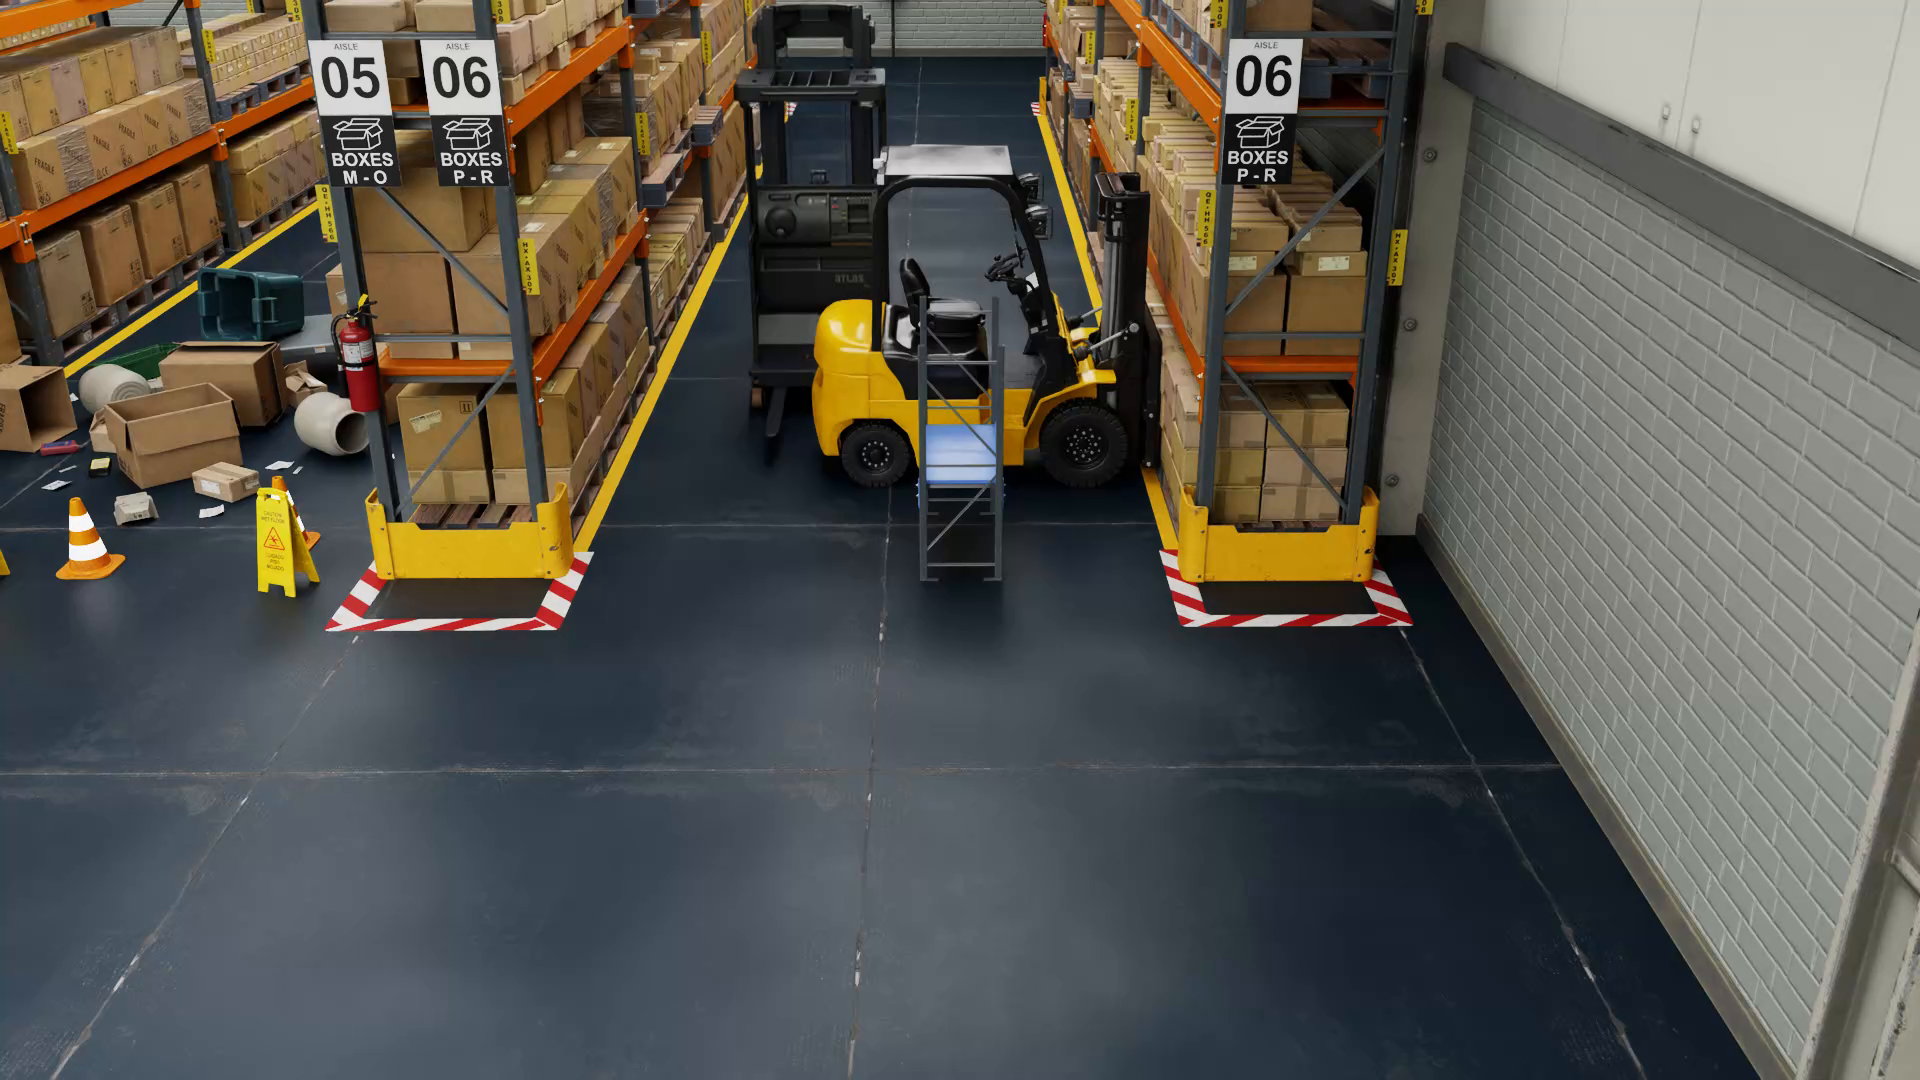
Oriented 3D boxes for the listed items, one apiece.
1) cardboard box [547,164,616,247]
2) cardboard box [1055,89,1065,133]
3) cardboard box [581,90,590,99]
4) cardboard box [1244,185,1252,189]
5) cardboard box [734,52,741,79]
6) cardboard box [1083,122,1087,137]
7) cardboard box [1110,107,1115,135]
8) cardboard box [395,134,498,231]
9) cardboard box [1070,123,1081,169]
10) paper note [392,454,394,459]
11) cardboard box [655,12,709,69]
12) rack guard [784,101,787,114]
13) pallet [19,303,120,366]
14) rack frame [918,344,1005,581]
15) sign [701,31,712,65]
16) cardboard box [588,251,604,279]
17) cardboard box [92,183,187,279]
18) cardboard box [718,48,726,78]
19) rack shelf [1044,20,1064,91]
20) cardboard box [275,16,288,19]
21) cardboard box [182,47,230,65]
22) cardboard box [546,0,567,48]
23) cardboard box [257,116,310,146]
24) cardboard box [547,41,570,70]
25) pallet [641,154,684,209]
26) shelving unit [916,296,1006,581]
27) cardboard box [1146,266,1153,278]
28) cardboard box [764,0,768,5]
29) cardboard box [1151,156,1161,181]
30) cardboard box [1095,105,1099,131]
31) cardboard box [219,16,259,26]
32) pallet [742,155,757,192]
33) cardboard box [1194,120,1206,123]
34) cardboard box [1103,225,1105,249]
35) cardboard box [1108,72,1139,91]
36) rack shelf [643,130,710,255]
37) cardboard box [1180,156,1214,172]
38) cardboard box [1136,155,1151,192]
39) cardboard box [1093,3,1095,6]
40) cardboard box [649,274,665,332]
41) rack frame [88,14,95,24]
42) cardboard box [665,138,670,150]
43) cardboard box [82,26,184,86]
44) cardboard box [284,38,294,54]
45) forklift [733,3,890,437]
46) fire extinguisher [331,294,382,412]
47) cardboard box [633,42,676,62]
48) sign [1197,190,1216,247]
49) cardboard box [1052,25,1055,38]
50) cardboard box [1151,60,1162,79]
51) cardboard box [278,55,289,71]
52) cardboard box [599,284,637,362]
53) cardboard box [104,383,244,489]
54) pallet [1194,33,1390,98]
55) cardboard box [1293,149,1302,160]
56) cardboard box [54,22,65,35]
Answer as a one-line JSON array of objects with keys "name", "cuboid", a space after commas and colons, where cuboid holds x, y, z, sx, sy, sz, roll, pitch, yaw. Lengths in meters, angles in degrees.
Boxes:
[{"name": "cardboard box", "cuboid": [-2.782, -2.389, 11.909, 0.500, 0.500, 0.500, 0, 24, 1]}, {"name": "cardboard box", "cuboid": [1.668, -5.804, 22.466, 0.700, 0.500, 0.500, -1, 24, -3]}, {"name": "cardboard box", "cuboid": [-3.293, -3.377, 13.585, 0.500, 0.500, 0.500, -1, 24, -2]}, {"name": "cardboard box", "cuboid": [2.183, -2.414, 11.539, 0.380, 0.149, 0.250, -1, 24, -2]}, {"name": "cardboard box", "cuboid": [-2.884, -5.650, 19.784, 0.500, 0.250, 0.500, -1, 24, -1]}, {"name": "cardboard box", "cuboid": [1.633, -4.797, 19.453, 0.380, 0.149, 0.250, 1, 24, 1]}, {"name": "cardboard box", "cuboid": [1.645, -3.831, 15.155, 0.500, 0.250, 0.500, 0, 24, 0]}, {"name": "cardboard box", "cuboid": [-3.236, -2.222, 10.327, 0.700, 0.500, 0.500, 0, 24, 0]}, {"name": "cardboard box", "cuboid": [1.614, -4.769, 20.177, 0.500, 0.500, 0.500, -1, 24, -1]}, {"name": "paper note", "cuboid": [-4.170, -0.597, 12.032, 0.142, 0.019, 0.148, -9, 26, -19]}, {"name": "cardboard box", "cuboid": [-2.863, -5.169, 17.205, 0.500, 0.500, 0.500, -1, 24, -2]}, {"name": "rack guard", "cuboid": [-3.189, -6.631, 24.805, 1.175, 0.500, 0.348, 0, 24, -1]}, {"name": "pallet", "cuboid": [-8.091, -1.799, 14.471, 1.003, 0.211, 1.213, 0, 24, -1]}, {"name": "rack frame", "cuboid": [0.006, -0.439, 9.900, 0.500, 1.500, 0.032, 0, 24, -1]}, {"name": "sign", "cuboid": [-2.559, -4.962, 16.771, 0.100, 0.325, 0.005, 0, 24, -1]}, {"name": "cardboard box", "cuboid": [-2.724, -1.940, 11.704, 0.380, 0.149, 0.250, 0, 24, 0]}, {"name": "cardboard box", "cuboid": [-8.121, -2.955, 15.863, 1.050, 0.750, 0.750, 0, 24, 0]}, {"name": "cardboard box", "cuboid": [-2.858, -5.251, 18.297, 0.500, 0.250, 0.500, 0, 24, -1]}, {"name": "rack shelf", "cuboid": [1.796, -6.632, 22.647, 1.077, 0.370, 4.000, 0, 24, -1]}, {"name": "cardboard box", "cuboid": [-7.891, -6.121, 19.717, 0.380, 0.149, 0.250, -1, 24, -2]}, {"name": "cardboard box", "cuboid": [-7.867, -5.050, 17.349, 0.380, 0.149, 0.250, -1, 24, -2]}, {"name": "cardboard box", "cuboid": [-2.780, -3.230, 10.432, 0.500, 0.250, 0.500, 0, 24, 1]}, {"name": "cardboard box", "cuboid": [-7.821, -4.707, 19.131, 0.500, 0.250, 0.500, -1, 24, -3]}, {"name": "cardboard box", "cuboid": [-2.712, -3.090, 10.607, 0.380, 0.149, 0.250, 0, 24, 0]}, {"name": "pallet", "cuboid": [-2.921, -3.044, 14.072, 1.003, 0.211, 1.213, 0, 24, -1]}, {"name": "shelving unit", "cuboid": [0.001, -0.648, 10.363, 0.538, 1.500, 1.048, 0, 24, -1]}, {"name": "cardboard box", "cuboid": [1.597, -2.033, 13.218, 0.500, 0.250, 0.500, -1, 24, -1]}, {"name": "cardboard box", "cuboid": [-2.913, -7.189, 22.885, 0.500, 0.500, 0.500, 0, 24, 1]}, {"name": "cardboard box", "cuboid": [1.609, -2.732, 12.242, 0.380, 0.149, 0.250, 0, 24, 1]}, {"name": "cardboard box", "cuboid": [1.622, -4.235, 16.656, 0.500, 0.250, 0.500, 0, 24, 0]}, {"name": "cardboard box", "cuboid": [-8.541, -6.117, 19.708, 0.380, 0.149, 0.250, 0, 24, 1]}, {"name": "pallet", "cuboid": [-3.062, -4.524, 20.496, 1.003, 0.211, 1.213, 0, 24, -1]}, {"name": "cardboard box", "cuboid": [2.116, -3.326, 13.556, 0.380, 0.149, 0.250, -1, 24, -2]}, {"name": "cardboard box", "cuboid": [1.870, -3.071, 16.271, 0.875, 0.625, 0.625, 1, 24, 1]}, {"name": "cardboard box", "cuboid": [1.619, -4.373, 15.869, 0.380, 0.149, 0.250, 0, 24, 0]}, {"name": "rack shelf", "cuboid": [-3.080, -3.312, 15.306, 1.077, 0.370, 4.000, 0, 24, -1]}, {"name": "cardboard box", "cuboid": [1.726, -2.550, 11.479, 0.380, 0.149, 0.250, 0, 24, 0]}, {"name": "cardboard box", "cuboid": [1.649, -2.701, 12.960, 0.500, 0.500, 0.500, -1, 24, -2]}, {"name": "cardboard box", "cuboid": [2.050, -7.246, 22.953, 0.500, 0.250, 0.500, 1, 24, 1]}, {"name": "cardboard box", "cuboid": [-3.066, -2.026, 14.268, 0.950, 0.372, 0.625, 0, 24, 0]}, {"name": "rack frame", "cuboid": [-13.099, -7.716, 24.170, 1.000, 3.000, 0.127, 0, 24, -1]}, {"name": "cardboard box", "cuboid": [-2.784, -3.549, 14.752, 0.380, 0.149, 0.250, 0, 24, 0]}, {"name": "cardboard box", "cuboid": [-8.056, -4.716, 16.202, 0.700, 0.500, 0.500, 0, 24, -1]}, {"name": "cardboard box", "cuboid": [-7.880, -5.667, 19.074, 0.380, 0.149, 0.250, -1, 24, -3]}, {"name": "forklift", "cuboid": [-1.094, -2.502, 12.725, 1.130, 2.935, 3.031, -1, 24, -2]}, {"name": "fire extinguisher", "cuboid": [-3.474, -1.083, 9.598, 0.296, 0.674, 0.183, 0, 24, -1]}, {"name": "cardboard box", "cuboid": [-2.802, -4.459, 15.190, 0.380, 0.149, 0.250, -1, 24, -3]}, {"name": "sign", "cuboid": [1.406, -1.830, 9.463, 0.100, 0.325, 0.005, 0, 24, -1]}, {"name": "cardboard box", "cuboid": [1.468, -7.002, 22.896, 0.380, 0.149, 0.250, -1, 24, -2]}, {"name": "cardboard box", "cuboid": [2.067, -4.696, 16.584, 0.380, 0.149, 0.250, 1, 24, 1]}, {"name": "cardboard box", "cuboid": [-7.874, -5.425, 18.901, 0.380, 0.149, 0.250, 1, 24, 2]}, {"name": "cardboard box", "cuboid": [-2.776, -1.643, 12.661, 0.500, 0.500, 0.500, 0, 24, 0]}, {"name": "cardboard box", "cuboid": [-5.565, -0.742, 11.780, 0.797, 0.503, 0.637, -19, 31, -36]}, {"name": "pallet", "cuboid": [1.967, -2.809, 9.788, 1.003, 0.211, 1.213, 0, 24, -1]}, {"name": "cardboard box", "cuboid": [2.192, -2.658, 11.717, 0.380, 0.149, 0.250, -1, 24, -1]}, {"name": "cardboard box", "cuboid": [-12.757, -7.142, 23.206, 0.380, 0.149, 0.250, 0, 24, 0]}]
